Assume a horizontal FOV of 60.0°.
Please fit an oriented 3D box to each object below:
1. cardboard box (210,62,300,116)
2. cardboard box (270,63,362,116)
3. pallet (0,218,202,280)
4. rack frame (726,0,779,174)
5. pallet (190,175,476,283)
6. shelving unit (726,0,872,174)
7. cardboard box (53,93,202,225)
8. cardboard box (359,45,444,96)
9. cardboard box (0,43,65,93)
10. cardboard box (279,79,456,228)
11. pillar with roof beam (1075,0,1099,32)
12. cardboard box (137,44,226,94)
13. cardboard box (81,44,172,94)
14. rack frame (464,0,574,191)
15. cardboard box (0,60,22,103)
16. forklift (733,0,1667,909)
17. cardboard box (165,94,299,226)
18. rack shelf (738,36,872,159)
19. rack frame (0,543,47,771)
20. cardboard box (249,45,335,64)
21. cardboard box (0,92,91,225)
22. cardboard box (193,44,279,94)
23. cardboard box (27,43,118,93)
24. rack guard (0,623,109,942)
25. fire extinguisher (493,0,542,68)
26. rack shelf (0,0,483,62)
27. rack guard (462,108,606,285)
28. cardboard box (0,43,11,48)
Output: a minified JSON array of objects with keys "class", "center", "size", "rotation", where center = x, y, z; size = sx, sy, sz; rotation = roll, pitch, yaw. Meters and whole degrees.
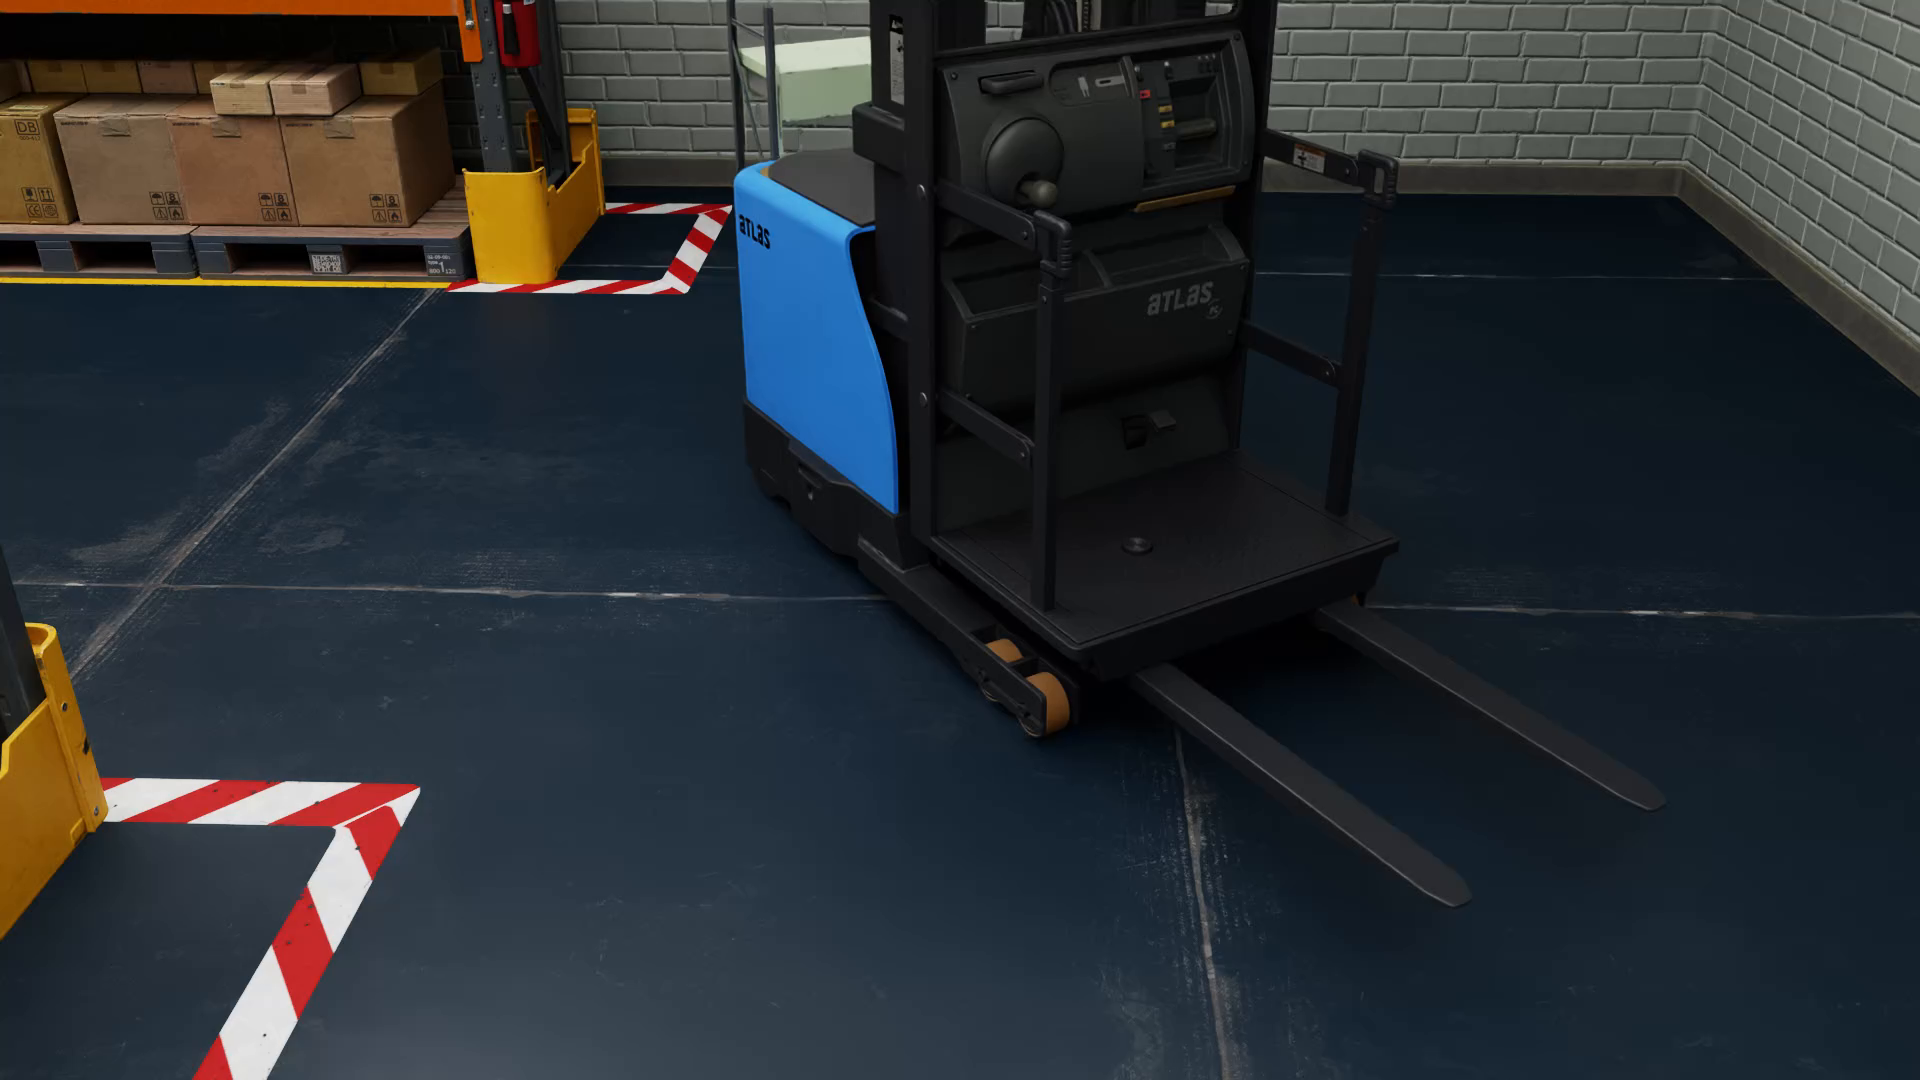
[{"class":"cardboard box","center":[-3.088,-1.990,7.329],"size":[0.250,0.149,0.380],"rotation":[2,28,3]},{"class":"cardboard box","center":[-2.833,-1.986,7.322],"size":[0.250,0.149,0.380],"rotation":[1,28,1]},{"class":"pallet","center":[-4.013,-1.503,7.860],"size":[1.213,0.211,1.003],"rotation":[1,28,2]},{"class":"rack frame","center":[-0.679,-1.077,5.680],"size":[0.023,1.500,0.400],"rotation":[-13,31,-23]},{"class":"pallet","center":[-2.797,-1.481,7.819],"size":[1.213,0.211,1.003],"rotation":[1,28,2]},{"class":"shelving unit","center":[-0.350,-1.152,5.822],"size":[0.755,1.500,0.431],"rotation":[-13,31,-23]},{"class":"cardboard box","center":[-3.701,-1.799,7.661],"size":[0.500,0.500,0.700],"rotation":[0,28,0]},{"class":"cardboard box","center":[-2.566,-2.161,7.652],"size":[0.250,0.149,0.380],"rotation":[1,28,2]},{"class":"cardboard box","center":[-4.344,-2.189,7.705],"size":[0.250,0.149,0.380],"rotation":[1,28,2]},{"class":"cardboard box","center":[-2.698,-1.783,7.631],"size":[0.500,0.500,0.700],"rotation":[1,28,2]},{"class":"pillar with roof beam","center":[0.582,-3.733,2.683],"size":[0.400,9.000,9.100],"rotation":[1,28,2]},{"class":"cardboard box","center":[-3.577,-2.177,7.682],"size":[0.250,0.149,0.380],"rotation":[1,28,3]},{"class":"cardboard box","center":[-3.833,-2.181,7.690],"size":[0.250,0.149,0.380],"rotation":[1,28,2]},{"class":"rack frame","center":[-1.995,-2.737,7.210],"size":[0.127,3.000,1.000],"rotation":[1,28,2]},{"class":"cardboard box","center":[-4.391,-2.011,7.368],"size":[0.250,0.149,0.380],"rotation":[0,28,0]},{"class":"forklift","center":[0.486,-1.037,4.077],"size":[1.130,2.935,3.031],"rotation":[-16,32,-28]},{"class":"cardboard box","center":[-3.198,-1.791,7.646],"size":[0.500,0.500,0.700],"rotation":[1,28,2]},{"class":"rack shelf","center":[-0.350,-1.497,5.639],"size":[0.720,0.370,0.431],"rotation":[-13,31,-23]},{"class":"rack frame","center":[-2.166,-0.418,2.836],"size":[0.127,3.000,1.000],"rotation":[1,28,2]},{"class":"cardboard box","center":[-3.072,-2.169,7.667],"size":[0.250,0.149,0.380],"rotation":[1,28,2]},{"class":"cardboard box","center":[-4.234,-1.804,7.672],"size":[0.500,0.500,0.700],"rotation":[2,28,3]},{"class":"cardboard box","center":[-3.322,-2.173,7.675],"size":[0.250,0.149,0.380],"rotation":[1,28,2]},{"class":"cardboard box","center":[-4.086,-2.185,7.698],"size":[0.250,0.149,0.380],"rotation":[0,28,1]},{"class":"rack guard","center":[-2.242,0.685,3.424],"size":[0.348,0.500,1.175],"rotation":[1,28,2]},{"class":"fire extinguisher","center":[-1.860,-2.319,6.904],"size":[0.183,0.674,0.296],"rotation":[1,28,2]},{"class":"rack shelf","center":[-3.994,-2.452,7.441],"size":[4.000,0.370,1.077],"rotation":[1,28,2]},{"class":"rack guard","center":[-1.971,-1.632,7.795],"size":[0.348,0.500,1.175],"rotation":[1,28,2]},{"class":"cardboard box","center":[-4.596,-2.194,7.714],"size":[0.250,0.149,0.380],"rotation":[0,28,0]}]
